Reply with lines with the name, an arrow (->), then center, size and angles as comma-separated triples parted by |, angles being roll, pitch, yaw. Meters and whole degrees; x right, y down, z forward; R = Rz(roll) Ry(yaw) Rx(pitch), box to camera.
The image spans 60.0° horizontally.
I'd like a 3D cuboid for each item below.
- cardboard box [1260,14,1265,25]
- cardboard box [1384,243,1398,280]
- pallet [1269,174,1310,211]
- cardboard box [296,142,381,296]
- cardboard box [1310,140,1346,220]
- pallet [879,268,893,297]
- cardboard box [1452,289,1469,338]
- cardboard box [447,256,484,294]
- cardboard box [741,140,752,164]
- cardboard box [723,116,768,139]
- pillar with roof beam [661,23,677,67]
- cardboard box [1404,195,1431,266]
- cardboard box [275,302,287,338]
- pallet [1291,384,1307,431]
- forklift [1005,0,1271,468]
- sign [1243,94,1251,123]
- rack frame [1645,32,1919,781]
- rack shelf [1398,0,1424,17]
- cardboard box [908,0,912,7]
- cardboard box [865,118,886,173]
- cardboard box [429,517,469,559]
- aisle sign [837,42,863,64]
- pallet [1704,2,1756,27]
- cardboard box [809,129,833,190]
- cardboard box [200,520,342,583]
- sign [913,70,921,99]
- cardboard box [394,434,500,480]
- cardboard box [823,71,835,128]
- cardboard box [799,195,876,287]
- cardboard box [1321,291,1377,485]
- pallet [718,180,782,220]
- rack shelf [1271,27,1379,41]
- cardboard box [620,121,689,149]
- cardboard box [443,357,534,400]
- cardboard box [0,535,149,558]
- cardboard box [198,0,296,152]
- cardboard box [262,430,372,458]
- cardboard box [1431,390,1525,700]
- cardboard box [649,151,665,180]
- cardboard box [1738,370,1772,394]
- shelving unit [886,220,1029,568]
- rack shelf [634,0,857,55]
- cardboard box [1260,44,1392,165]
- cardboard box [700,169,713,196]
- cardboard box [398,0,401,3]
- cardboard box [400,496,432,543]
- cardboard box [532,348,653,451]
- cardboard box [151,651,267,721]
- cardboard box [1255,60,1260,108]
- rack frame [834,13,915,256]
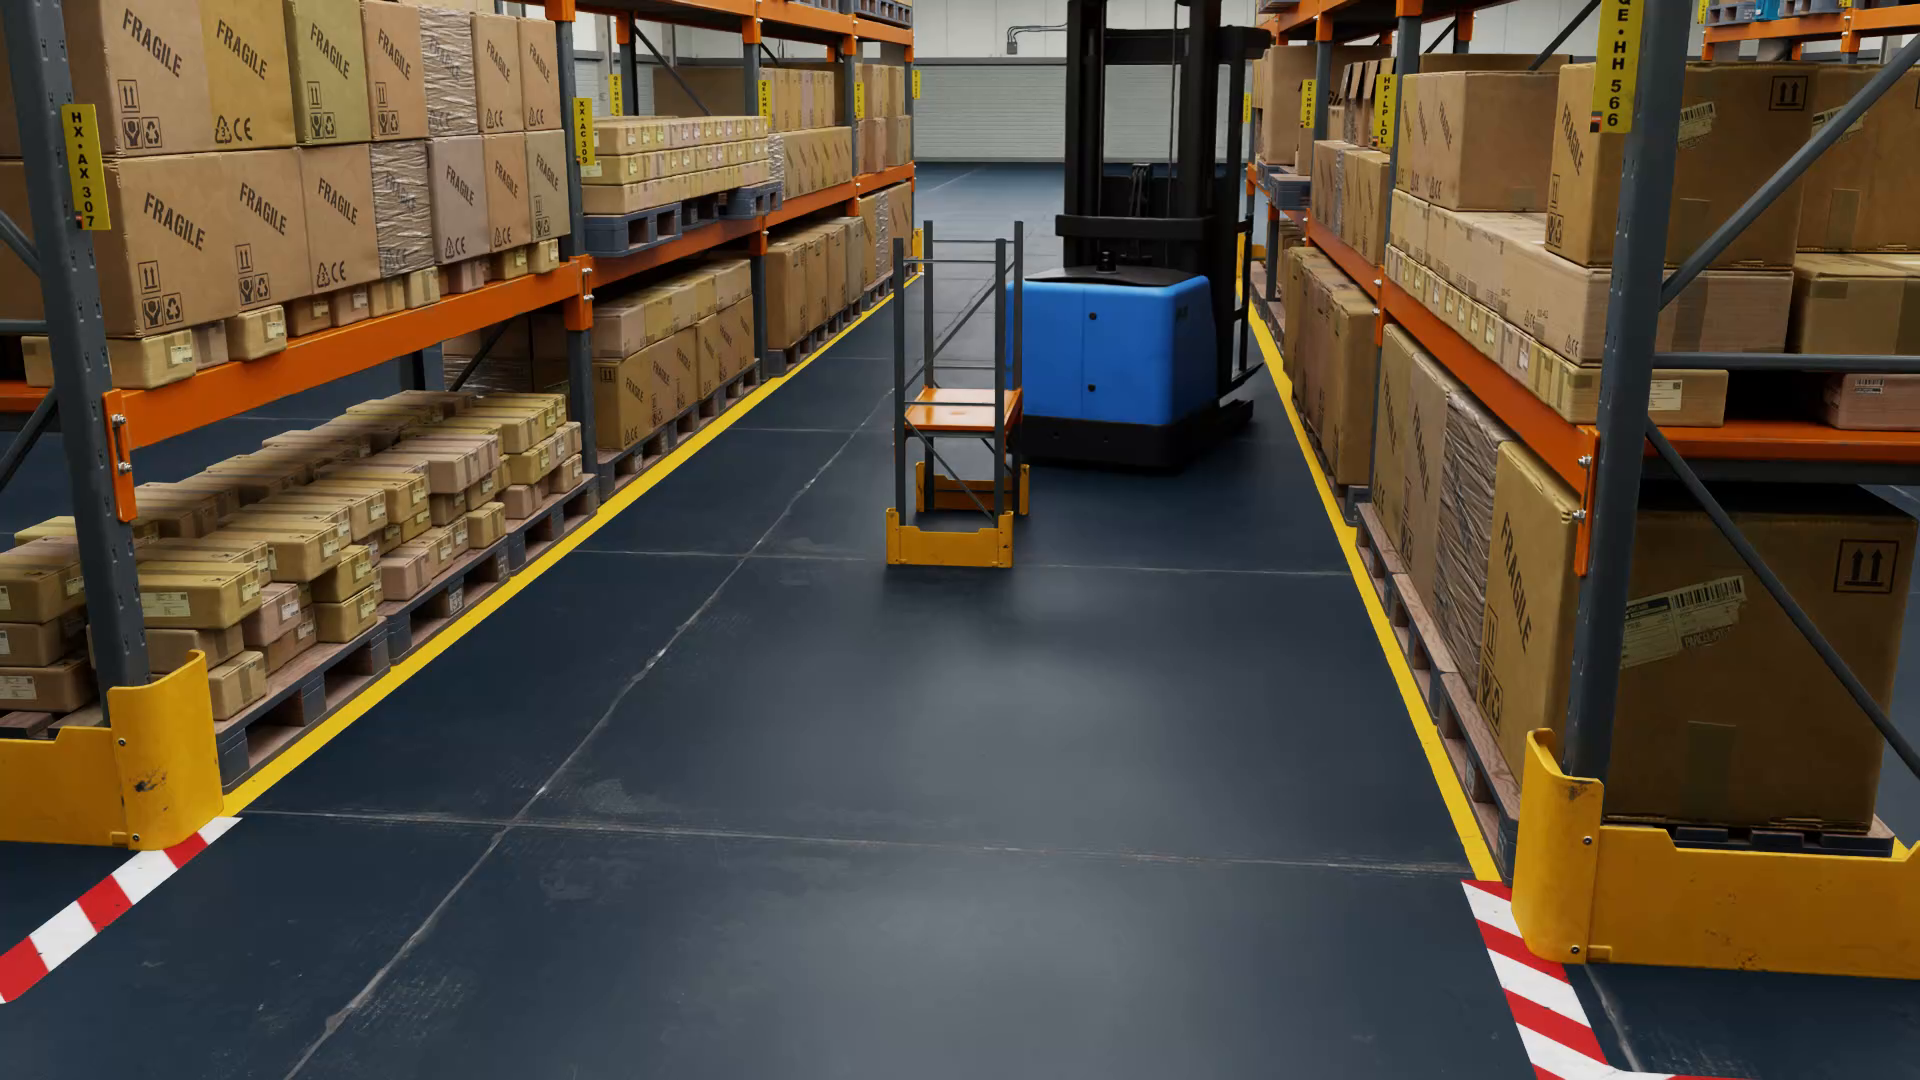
cardboard box -> 3.439, -5.559, 17.515 | 0.500, 0.250, 0.500 | 2, 15, 6
cardboard box -> 2.144, -1.263, 7.566 | 0.380, 0.149, 0.250 | 2, 15, 6
pallet -> 2.934, -2.584, 12.338 | 1.213, 0.211, 1.003 | 2, 15, 6
cardboard box -> -2.432, -1.152, 5.915 | 0.500, 0.500, 0.500 | 2, 15, 7
cardboard box -> 2.634, -2.418, 11.168 | 0.500, 0.500, 0.500 | 2, 15, 8
pallet -> -1.208, -2.864, 18.350 | 1.003, 0.211, 1.213 | 2, 15, 6
cardboard box -> 1.942, -0.791, 5.821 | 0.380, 0.149, 0.250 | 2, 15, 7
cardboard box -> -2.274, -1.146, 7.134 | 0.380, 0.149, 0.250 | 1, 15, 4
cardboard box -> -1.617, -2.606, 11.162 | 0.380, 0.149, 0.250 | 2, 15, 8
cardboard box -> -1.557, -2.889, 11.635 | 0.380, 0.149, 0.250 | 1, 15, 4
pillar with roof beam -> -4.229, -15.396, 47.861 | 9.100, 9.000, 0.400 | 2, 15, 6
cardboard box -> 2.133, -1.279, 6.863 | 0.500, 0.250, 0.500 | 2, 15, 6
cardboard box -> -2.534, -0.745, 5.654 | 0.380, 0.149, 0.250 | 2, 15, 9
pallet -> 2.795, -0.940, 11.234 | 1.003, 0.211, 1.213 | 2, 15, 6
forklift -> 1.292, -2.166, 10.558 | 1.130, 2.935, 3.031 | 6, 16, 23
sign -> 3.323, -4.997, 19.237 | 0.100, 0.325, 0.005 | 2, 15, 6
rack frame -> 2.053, -0.413, 3.945 | 0.949, 2.616, 0.053 | 2, 15, 6
rack shelf -> 2.282, -2.033, 5.565 | 1.077, 0.370, 4.000 | 2, 15, 6
cardboard box -> -0.756, -6.217, 19.146 | 0.380, 0.149, 0.250 | 2, 15, 6
cardboard box -> -1.259, -4.146, 17.462 | 0.875, 0.550, 0.550 | 2, 15, 6
cardboard box -> -2.328, -0.004, 7.086 | 0.380, 0.149, 0.250 | 2, 15, 7
aisle sign -> -1.345, -6.018, 19.689 | 0.394, 0.787, 0.004 | 2, 15, 6
pallet -> 8.593, -5.562, 17.602 | 1.003, 0.211, 1.213 | 2, 15, 6
cardboard box -> -1.414, -3.341, 14.579 | 0.500, 0.500, 0.500 | 2, 15, 7
cardboard box -> -2.396, 0.038, 5.792 | 0.380, 0.149, 0.250 | 2, 15, 6
sign -> -0.517, -5.389, 19.674 | 0.100, 0.325, 0.005 | 2, 15, 6
cardboard box -> -2.247, -0.367, 7.289 | 0.380, 0.149, 0.250 | 1, 15, 4
cardboard box -> -1.557, -4.100, 15.471 | 0.700, 0.500, 0.500 | 1, 15, 5
cardboard box -> -1.366, -3.036, 16.910 | 0.875, 0.875, 0.875 | 2, 15, 7
cardboard box -> 2.560, -0.794, 8.619 | 1.225, 0.875, 0.875 | 2, 15, 6
pallet -> -1.932, -2.380, 11.585 | 1.213, 0.211, 1.003 | 2, 15, 6
rack shelf -> 3.636, -5.214, 17.056 | 0.831, 0.071, 3.687 | 2, 15, 6
cardboard box -> -1.792, -2.350, 9.645 | 0.380, 0.149, 0.250 | 2, 15, 6
cardboard box -> -2.576, -0.819, 9.427 | 0.500, 0.500, 0.500 | 1, 15, 5
cardboard box -> -2.967, 0.092, 5.591 | 0.380, 0.149, 0.250 | 2, 15, 7
cardboard box -> -2.495, -1.500, 5.285 | 0.500, 0.500, 0.500 | 2, 15, 8
cardboard box -> -2.840, -0.385, 7.356 | 0.380, 0.149, 0.250 | 2, 15, 7
cardboard box -> 2.152, 0.005, 5.662 | 0.875, 0.875, 0.875 | 2, 15, 6
cardboard box -> -1.852, -2.071, 9.181 | 0.380, 0.149, 0.250 | 2, 15, 8
cardboard box -> 2.480, -0.507, 4.773 | 0.380, 0.149, 0.250 | 1, 15, 5
shelving unit -> 0.009, -0.744, 8.039 | 0.587, 1.500, 1.083 | 2, 15, 6
rack shelf -> -1.732, -4.280, 13.875 | 1.077, 0.370, 4.000 | 2, 15, 6
cardboard box -> 3.182, -3.816, 14.574 | 1.000, 1.000, 1.000 | 2, 15, 7
cardboard box -> -1.734, -2.197, 10.218 | 0.380, 0.149, 0.250 | 1, 15, 4
cardboard box -> -6.066, -5.577, 17.011 | 0.500, 0.250, 0.500 | 2, 15, 6
cardboard box -> -2.417, -0.096, 6.857 | 0.380, 0.149, 0.250 | 2, 15, 9
cardboard box -> -2.062, -0.803, 9.369 | 0.500, 0.500, 0.500 | 2, 15, 8
cardboard box -> -2.483, 0.461, 5.366 | 0.380, 0.149, 0.250 | 2, 15, 7
cardboard box -> 3.411, -4.844, 17.652 | 0.500, 0.500, 0.500 | 2, 15, 6
rack frame -> -1.055, -4.735, 19.928 | 1.000, 3.000, 0.127 | 2, 15, 6
